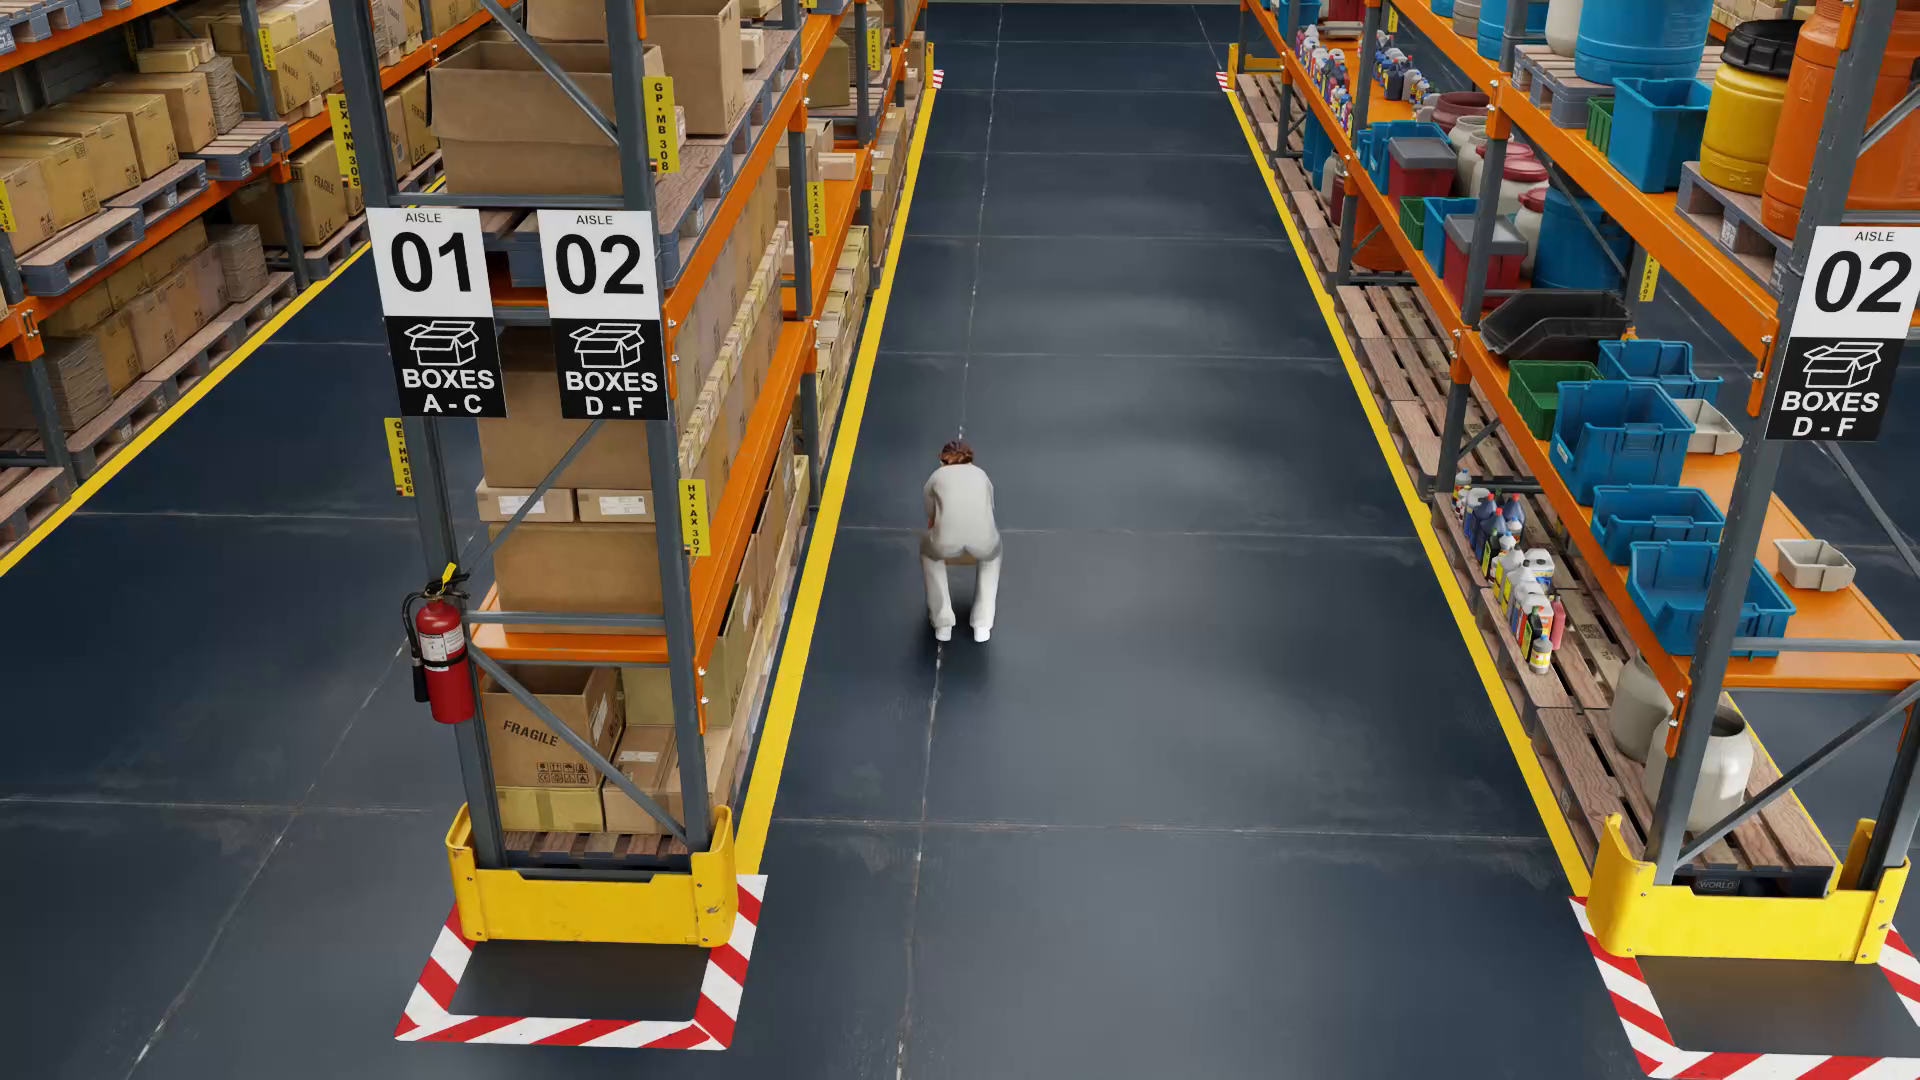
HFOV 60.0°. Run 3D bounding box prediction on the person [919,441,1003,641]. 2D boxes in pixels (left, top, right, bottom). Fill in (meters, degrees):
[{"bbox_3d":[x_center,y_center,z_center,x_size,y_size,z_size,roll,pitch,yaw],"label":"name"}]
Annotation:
[{"bbox_3d":[0.006,0.002,9.365,0.475,0.973,0.865,-1,28,-2],"label":"person"}]
